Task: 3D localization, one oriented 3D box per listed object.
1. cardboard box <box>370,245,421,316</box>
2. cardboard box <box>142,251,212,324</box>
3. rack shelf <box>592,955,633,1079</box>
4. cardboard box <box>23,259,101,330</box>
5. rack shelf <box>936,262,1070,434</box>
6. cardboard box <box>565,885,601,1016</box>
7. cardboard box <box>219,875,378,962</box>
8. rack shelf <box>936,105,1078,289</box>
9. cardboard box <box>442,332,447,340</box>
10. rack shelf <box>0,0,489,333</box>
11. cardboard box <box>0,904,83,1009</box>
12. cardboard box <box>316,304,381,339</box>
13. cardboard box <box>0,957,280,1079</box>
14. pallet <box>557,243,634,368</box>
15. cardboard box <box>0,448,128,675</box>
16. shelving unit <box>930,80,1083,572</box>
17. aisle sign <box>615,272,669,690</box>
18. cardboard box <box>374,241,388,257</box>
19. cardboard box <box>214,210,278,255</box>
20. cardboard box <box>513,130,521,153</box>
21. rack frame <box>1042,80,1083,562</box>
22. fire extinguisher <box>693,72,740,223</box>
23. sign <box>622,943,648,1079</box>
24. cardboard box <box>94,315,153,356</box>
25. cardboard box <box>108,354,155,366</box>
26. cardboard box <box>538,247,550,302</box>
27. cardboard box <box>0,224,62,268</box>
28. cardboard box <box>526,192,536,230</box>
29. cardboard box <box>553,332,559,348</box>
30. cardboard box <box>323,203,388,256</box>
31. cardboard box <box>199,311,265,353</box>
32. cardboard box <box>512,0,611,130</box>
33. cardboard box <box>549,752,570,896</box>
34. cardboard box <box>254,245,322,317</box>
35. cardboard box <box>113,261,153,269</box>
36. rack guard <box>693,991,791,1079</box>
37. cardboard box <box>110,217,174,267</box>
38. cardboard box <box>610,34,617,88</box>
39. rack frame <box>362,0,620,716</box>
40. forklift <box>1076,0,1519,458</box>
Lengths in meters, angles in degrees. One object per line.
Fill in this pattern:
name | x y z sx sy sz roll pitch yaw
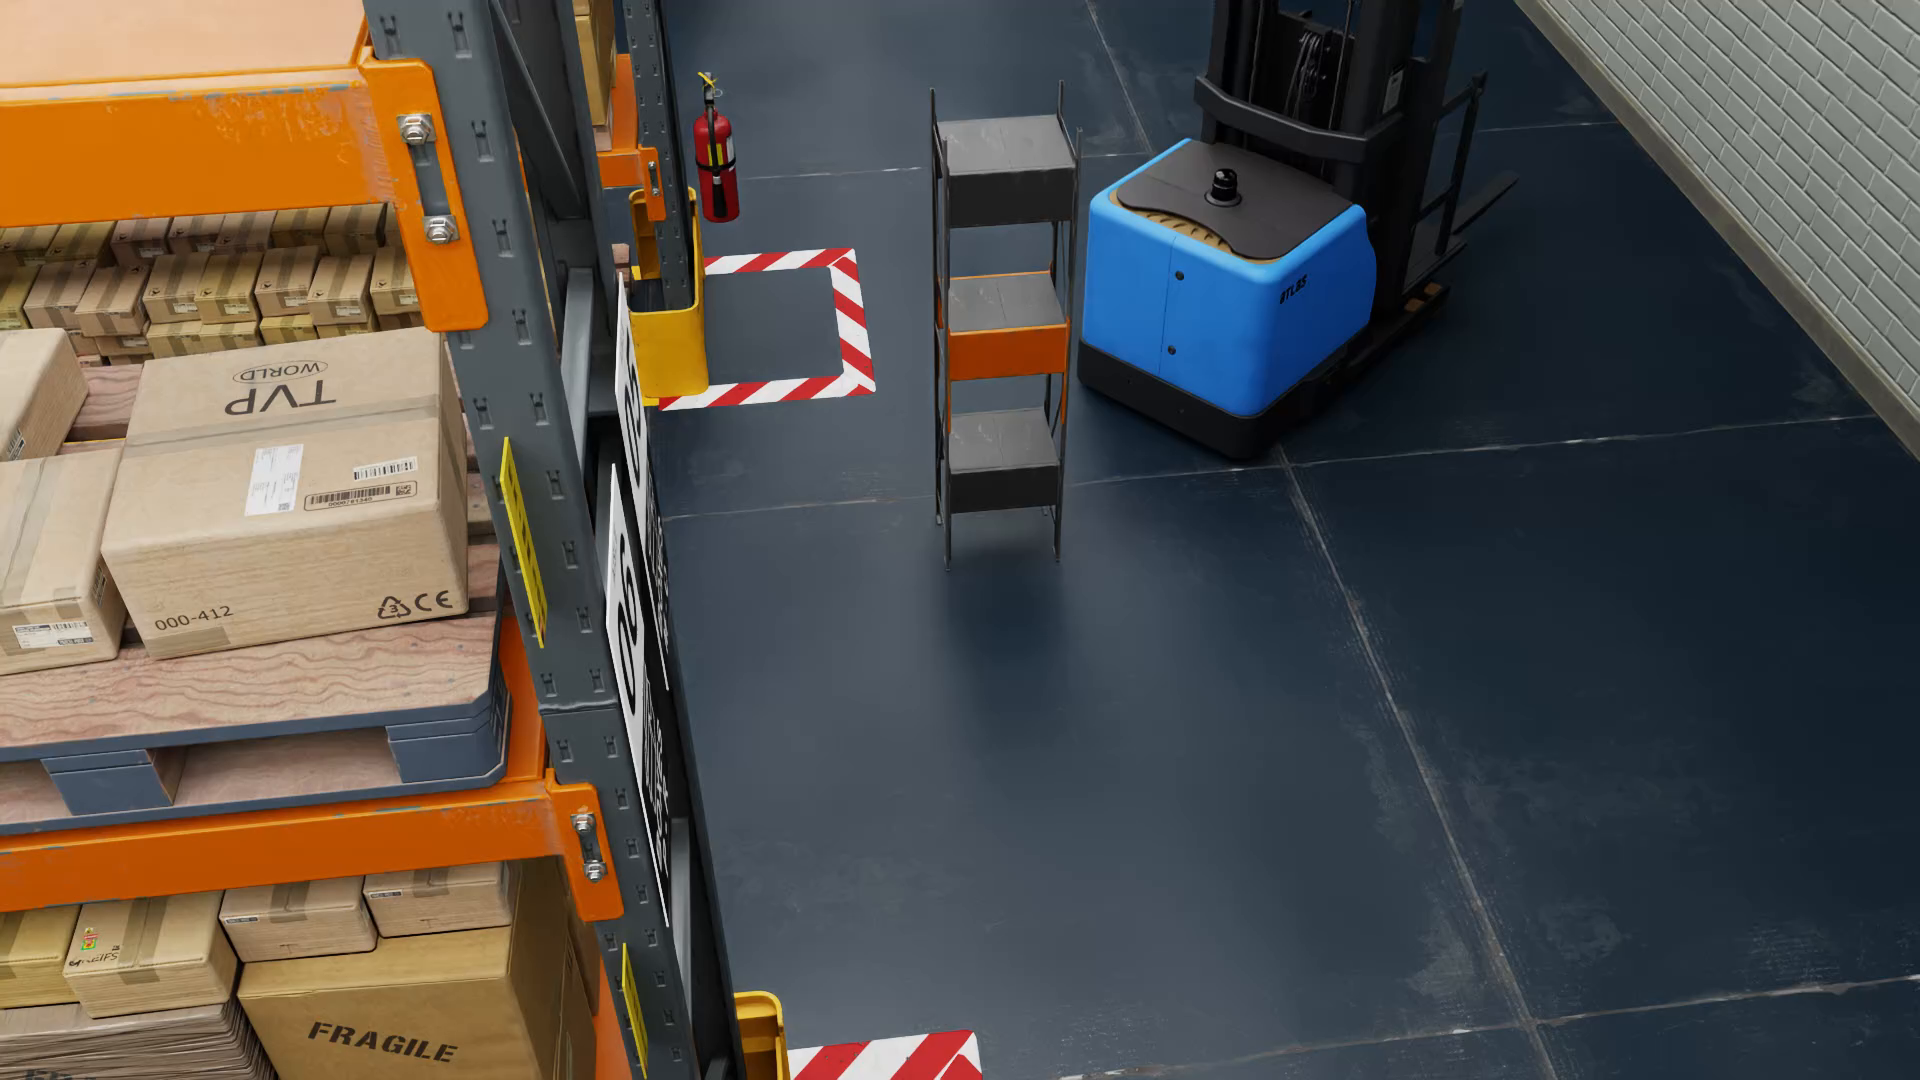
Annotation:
cardboard box | -2.674 -1.253 7.986 0.250 0.149 0.380 -7 42 -7
cardboard box | -3.715 -1.207 7.934 0.250 0.149 0.380 -7 42 -7
rack shelf | -2.661 1.500 4.100 4.000 0.370 1.077 -5 42 -6
cardboard box | -4.237 -1.160 7.883 0.250 0.149 0.380 -6 42 -7
rack shelf | 0.164 -0.784 6.787 0.480 0.518 0.431 -5 42 -6
cardboard box | -1.191 0.873 4.184 0.500 0.500 0.500 -5 42 -6
cardboard box | -1.257 0.612 3.242 0.250 0.149 0.380 -4 42 -5
rack shelf | 0.164 -1.304 6.318 0.480 0.518 0.431 -5 42 -6
cardboard box | -2.421 -1.146 8.089 0.250 0.149 0.380 -7 42 -7
rack shelf | -2.661 -0.580 2.225 4.000 0.370 1.077 -5 42 -6
cardboard box | -1.757 0.684 3.161 0.250 0.149 0.380 -4 42 -5
cardboard box | -2.933 -1.093 8.030 0.250 0.149 0.380 -4 42 -5
cardboard box | -1.640 0.915 3.390 0.500 0.500 0.500 -5 42 -5
pallet | -2.305 -1.131 8.561 1.213 0.211 1.003 -5 42 -6
cardboard box | -1.518 0.033 2.748 0.250 0.149 0.380 -8 43 -9
shelving unit | 0.164 -0.794 6.778 0.503 2.100 0.431 -5 42 -6
aisle sign | -0.644 -0.105 3.402 0.004 0.787 0.394 -5 42 -6
cardboard box | -3.002 -1.450 8.426 0.250 0.149 0.380 -7 43 -8
cardboard box | -3.523 -1.506 8.266 0.250 0.149 0.380 -5 42 -5
cardboard box | -1.958 -1.914 7.535 0.250 0.149 0.380 -5 42 -6
rack frame | 0.406 -0.815 6.801 0.015 2.100 0.400 -5 42 -6
fire extinguisher | -1.110 -1.768 7.522 0.183 0.674 0.296 -5 42 -6
sign | -0.621 0.902 3.184 0.005 0.325 0.100 -5 42 -6
cardboard box | -3.965 -1.056 7.989 0.250 0.149 0.380 -3 42 -4
cardboard box | -3.973 -0.969 8.115 0.250 0.149 0.380 -7 42 -7
cardboard box | -1.912 -1.324 8.064 0.250 0.149 0.380 -5 42 -5
cardboard box | -4.573 -1.470 8.226 0.250 0.149 0.380 -5 42 -6
cardboard box | -2.241 -1.615 8.386 0.250 0.149 0.380 -4 42 -5
cardboard box | -1.915 -1.133 8.297 0.250 0.149 0.380 -4 42 -5
cardboard box | -3.019 -1.583 8.352 0.250 0.149 0.380 -3 42 -4
cardboard box | -3.459 -1.040 7.972 0.250 0.149 0.380 -5 42 -5
cardboard box | -1.832 -2.158 7.321 0.500 0.500 0.500 -4 42 -5
cardboard box | -1.191 0.503 3.847 0.500 0.500 0.500 -6 42 -6
cardboard box | -3.209 -1.243 7.975 0.250 0.149 0.380 -6 42 -7
cardboard box | -4.073 -1.377 8.345 0.250 0.149 0.380 -4 42 -4
rack guard | -0.654 1.985 4.891 0.348 0.500 1.175 -5 42 -6
cardboard box | -4.049 -1.525 8.287 0.250 0.149 0.380 -7 43 -8
cardboard box | -1.784 -2.316 7.981 0.250 0.149 0.380 -5 42 -6
rack frame | -0.678 -1.169 2.043 0.127 3.000 1.000 -5 42 -6
forklift | 1.927 -2.382 7.917 1.130 2.935 3.031 30 50 29
